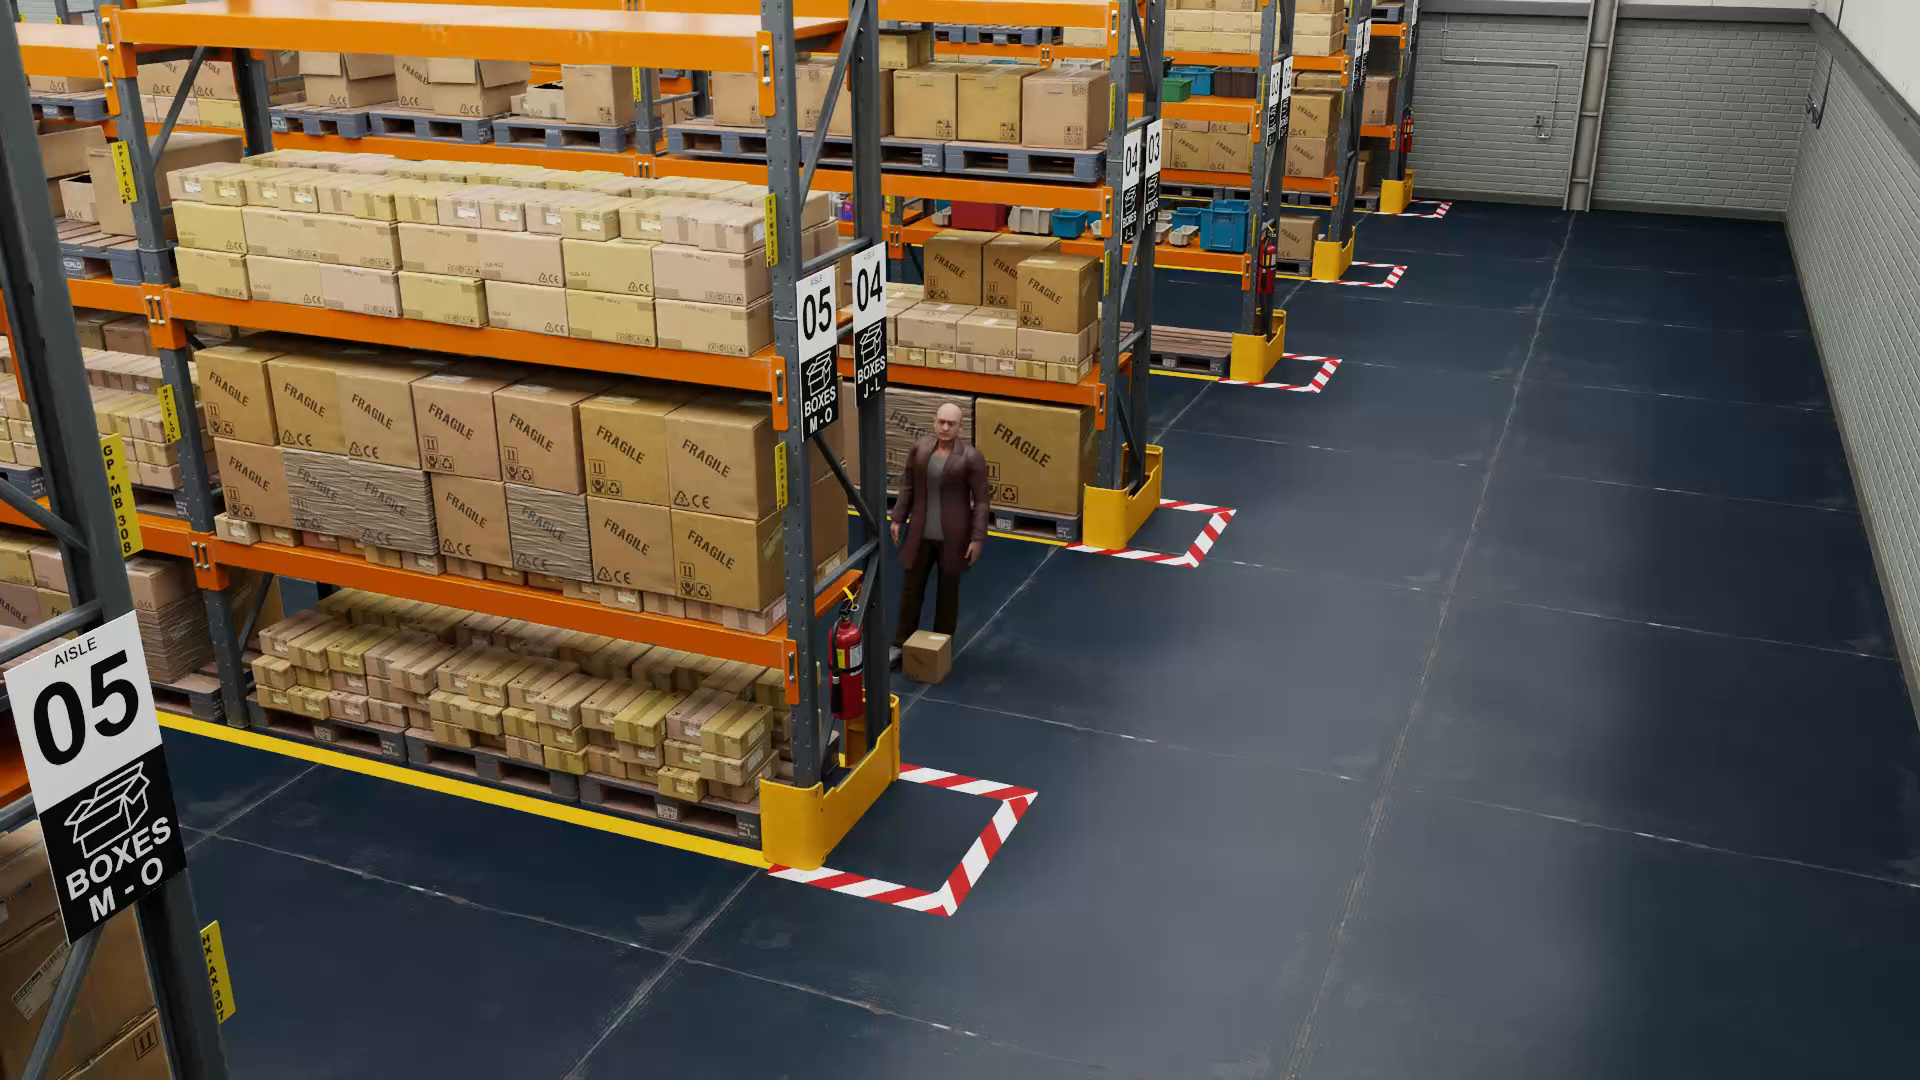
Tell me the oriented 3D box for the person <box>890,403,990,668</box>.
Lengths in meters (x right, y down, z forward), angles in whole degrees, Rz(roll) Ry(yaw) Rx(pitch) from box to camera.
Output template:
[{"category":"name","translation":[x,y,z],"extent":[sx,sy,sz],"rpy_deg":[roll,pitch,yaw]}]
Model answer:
[{"category":"person","translation":[-0.170,-0.008,10.960],"extent":[0.695,1.776,0.582],"rpy_deg":[9,24,20]}]
